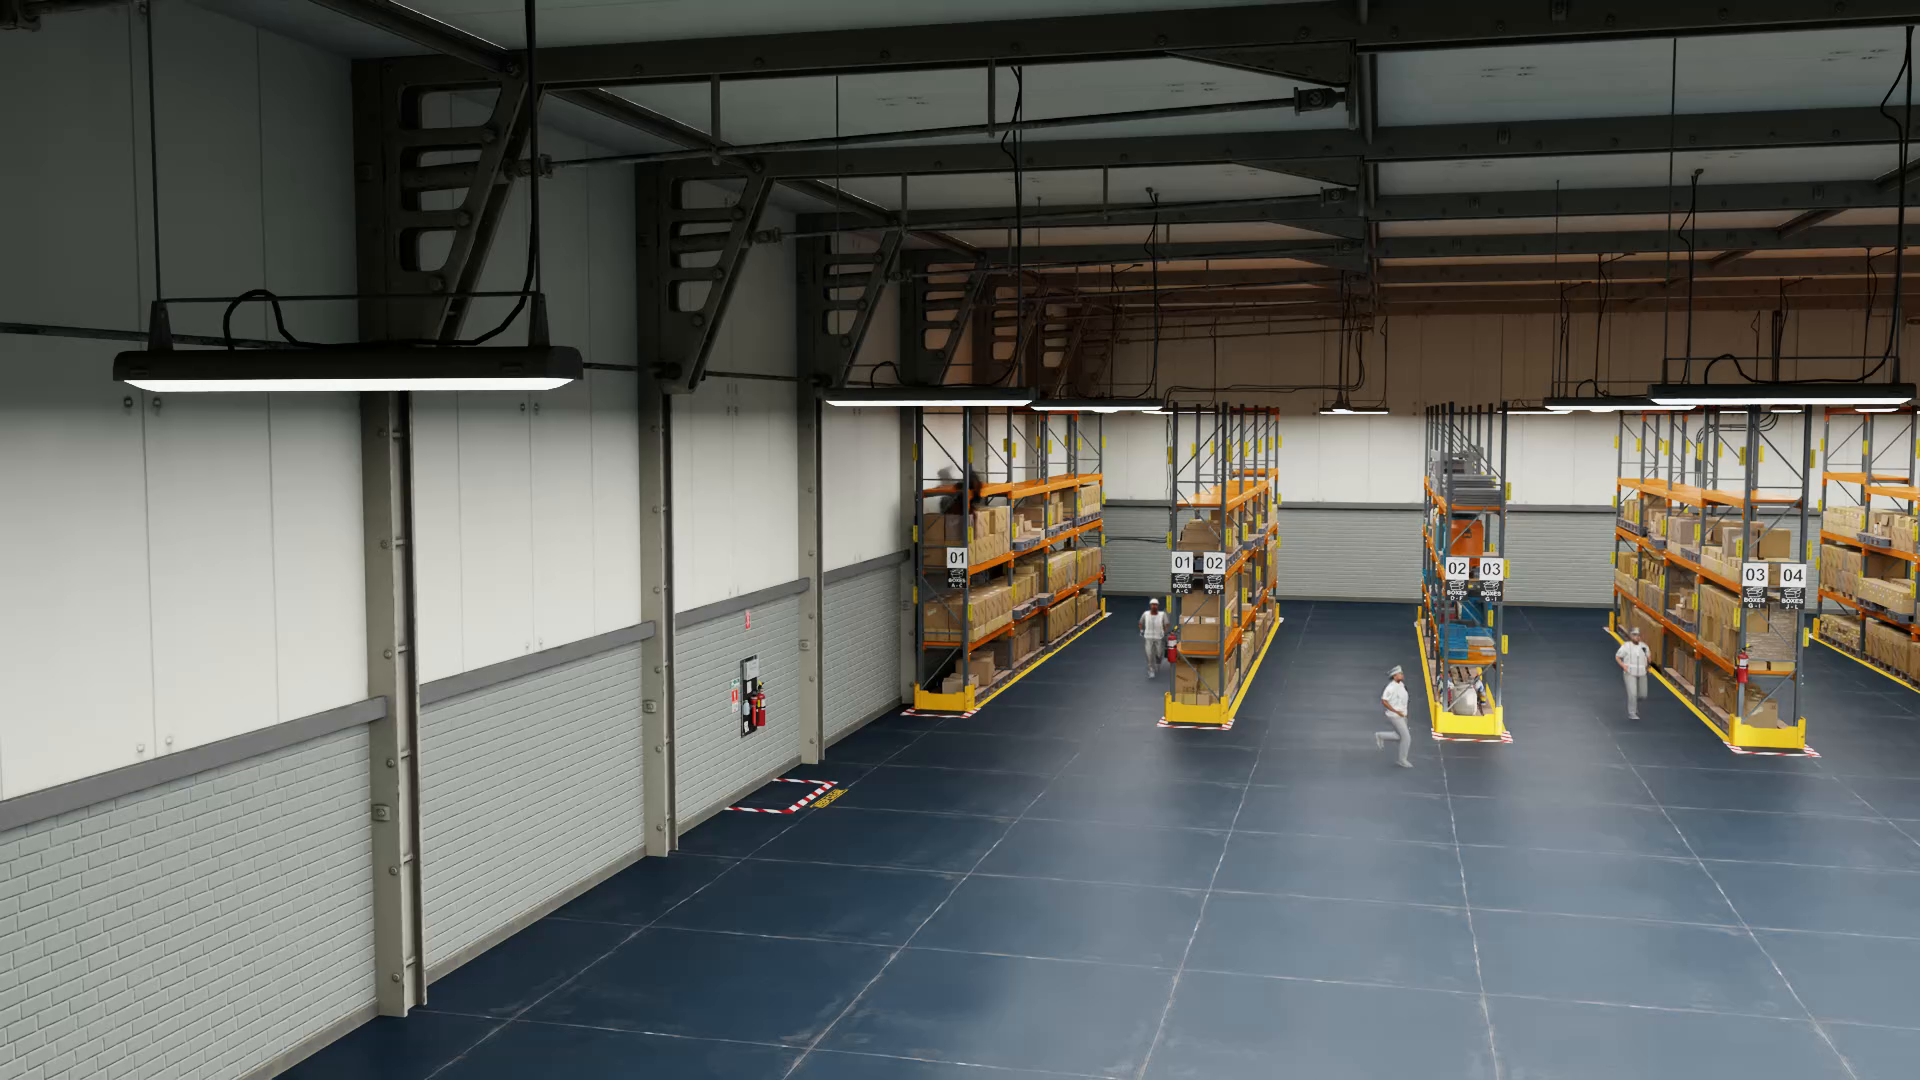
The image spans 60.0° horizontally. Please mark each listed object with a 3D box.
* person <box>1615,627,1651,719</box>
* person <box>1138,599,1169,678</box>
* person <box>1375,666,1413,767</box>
[{"bbox_3d":[12.824,2.517,31.634,0.664,1.733,0.624,0,4,5],"label":"person"},{"bbox_3d":[4.252,2.157,36.553,0.685,1.735,0.675,1,4,10],"label":"person"},{"bbox_3d":[7.162,2.888,27.441,0.711,1.661,0.586,3,5,38],"label":"person"}]
